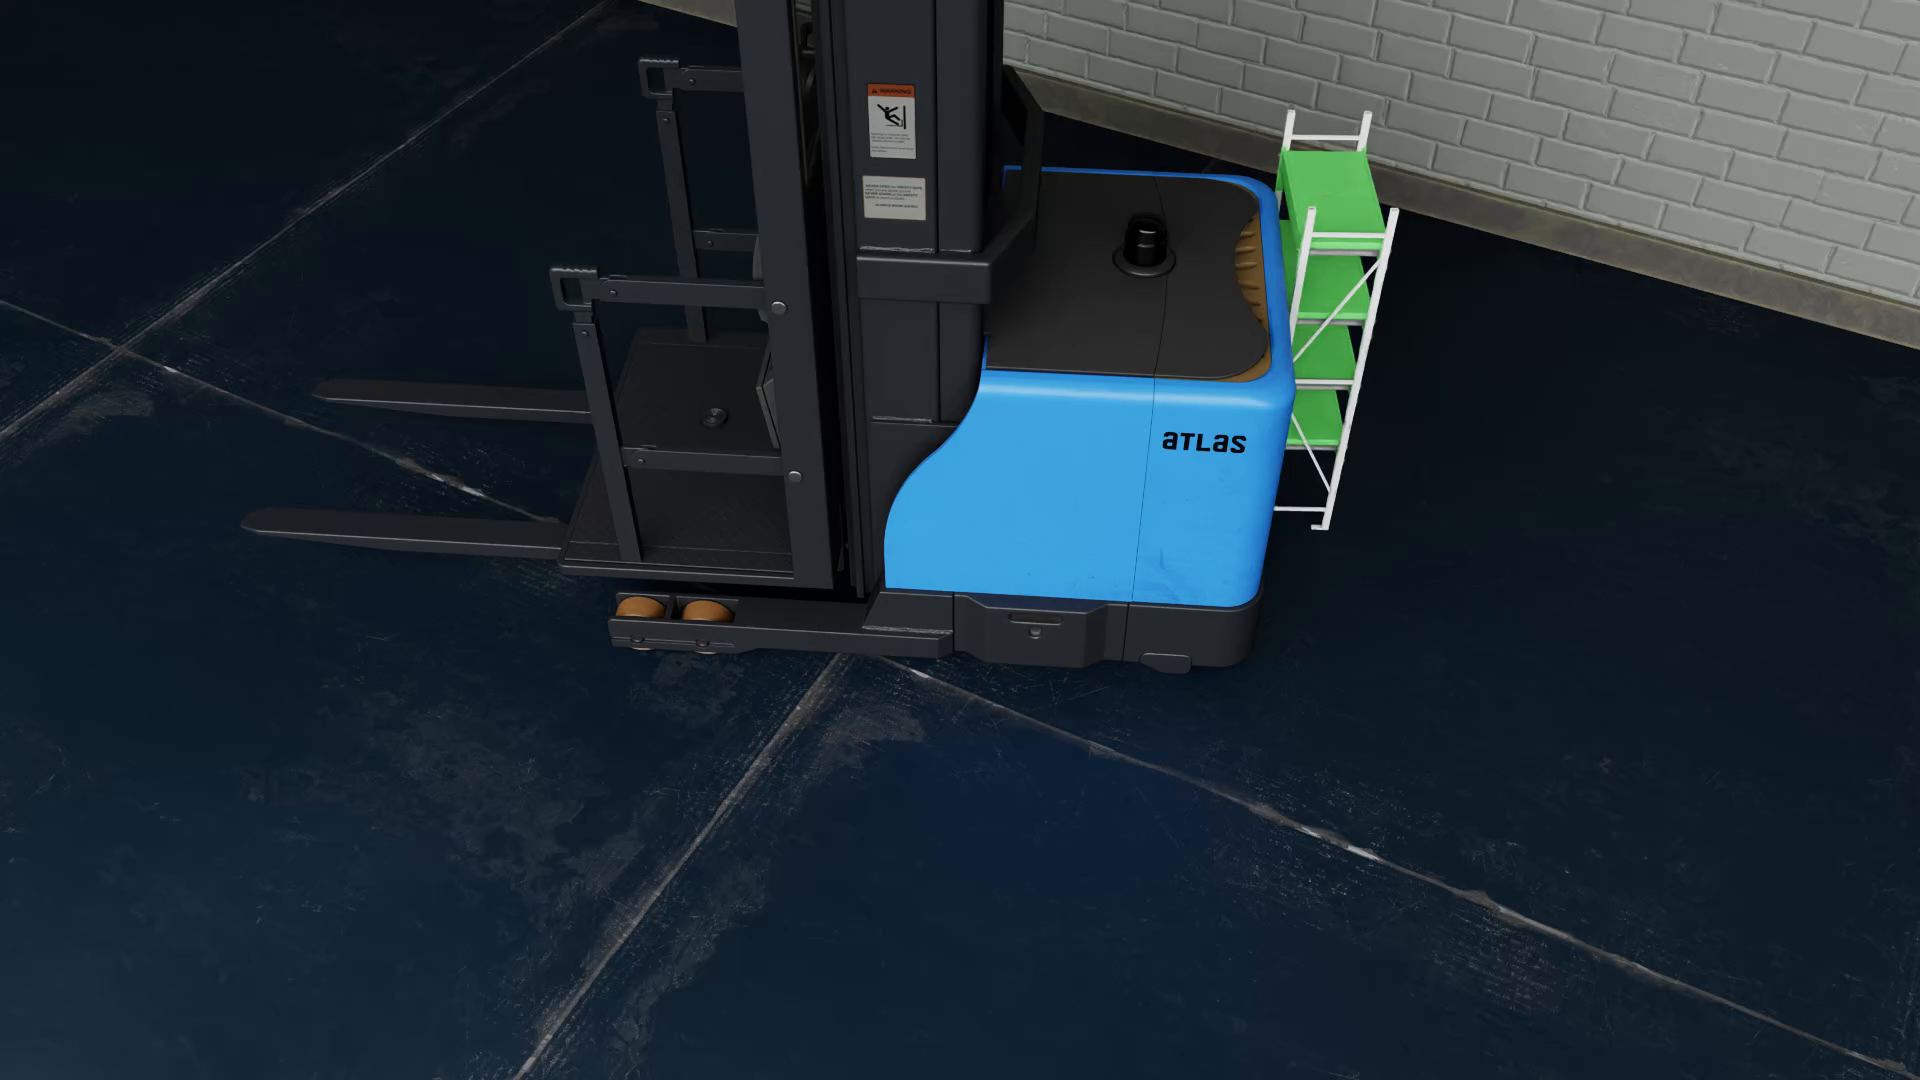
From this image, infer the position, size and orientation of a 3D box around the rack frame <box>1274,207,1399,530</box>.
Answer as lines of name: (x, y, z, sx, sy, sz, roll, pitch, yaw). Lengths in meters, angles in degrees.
rack frame: (1.050, -0.462, 4.863, 0.240, 1.200, 0.015, 1, 45, 1)

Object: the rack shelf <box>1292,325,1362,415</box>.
rack shelf: (1.056, -0.590, 5.080, 0.258, 0.148, 0.480, 1, 45, 1)

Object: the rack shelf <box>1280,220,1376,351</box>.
rack shelf: (1.056, -0.759, 4.909, 0.258, 0.148, 0.480, 1, 45, 1)

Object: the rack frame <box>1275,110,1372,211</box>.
rack frame: (1.063, -0.809, 5.206, 0.240, 1.200, 0.015, 1, 45, 1)

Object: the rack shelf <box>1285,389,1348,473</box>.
rack shelf: (1.056, -0.422, 5.250, 0.258, 0.148, 0.480, 1, 45, 1)

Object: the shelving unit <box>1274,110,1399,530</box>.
shelving unit: (1.056, -0.635, 5.034, 0.258, 1.200, 0.503, 1, 45, 1)

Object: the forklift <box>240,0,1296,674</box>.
forklift: (-0.621, -1.065, 4.242, 3.031, 2.935, 1.130, 3, 45, 3)

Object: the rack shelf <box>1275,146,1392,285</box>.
rack shelf: (1.056, -0.928, 4.738, 0.258, 0.148, 0.480, 1, 45, 1)
